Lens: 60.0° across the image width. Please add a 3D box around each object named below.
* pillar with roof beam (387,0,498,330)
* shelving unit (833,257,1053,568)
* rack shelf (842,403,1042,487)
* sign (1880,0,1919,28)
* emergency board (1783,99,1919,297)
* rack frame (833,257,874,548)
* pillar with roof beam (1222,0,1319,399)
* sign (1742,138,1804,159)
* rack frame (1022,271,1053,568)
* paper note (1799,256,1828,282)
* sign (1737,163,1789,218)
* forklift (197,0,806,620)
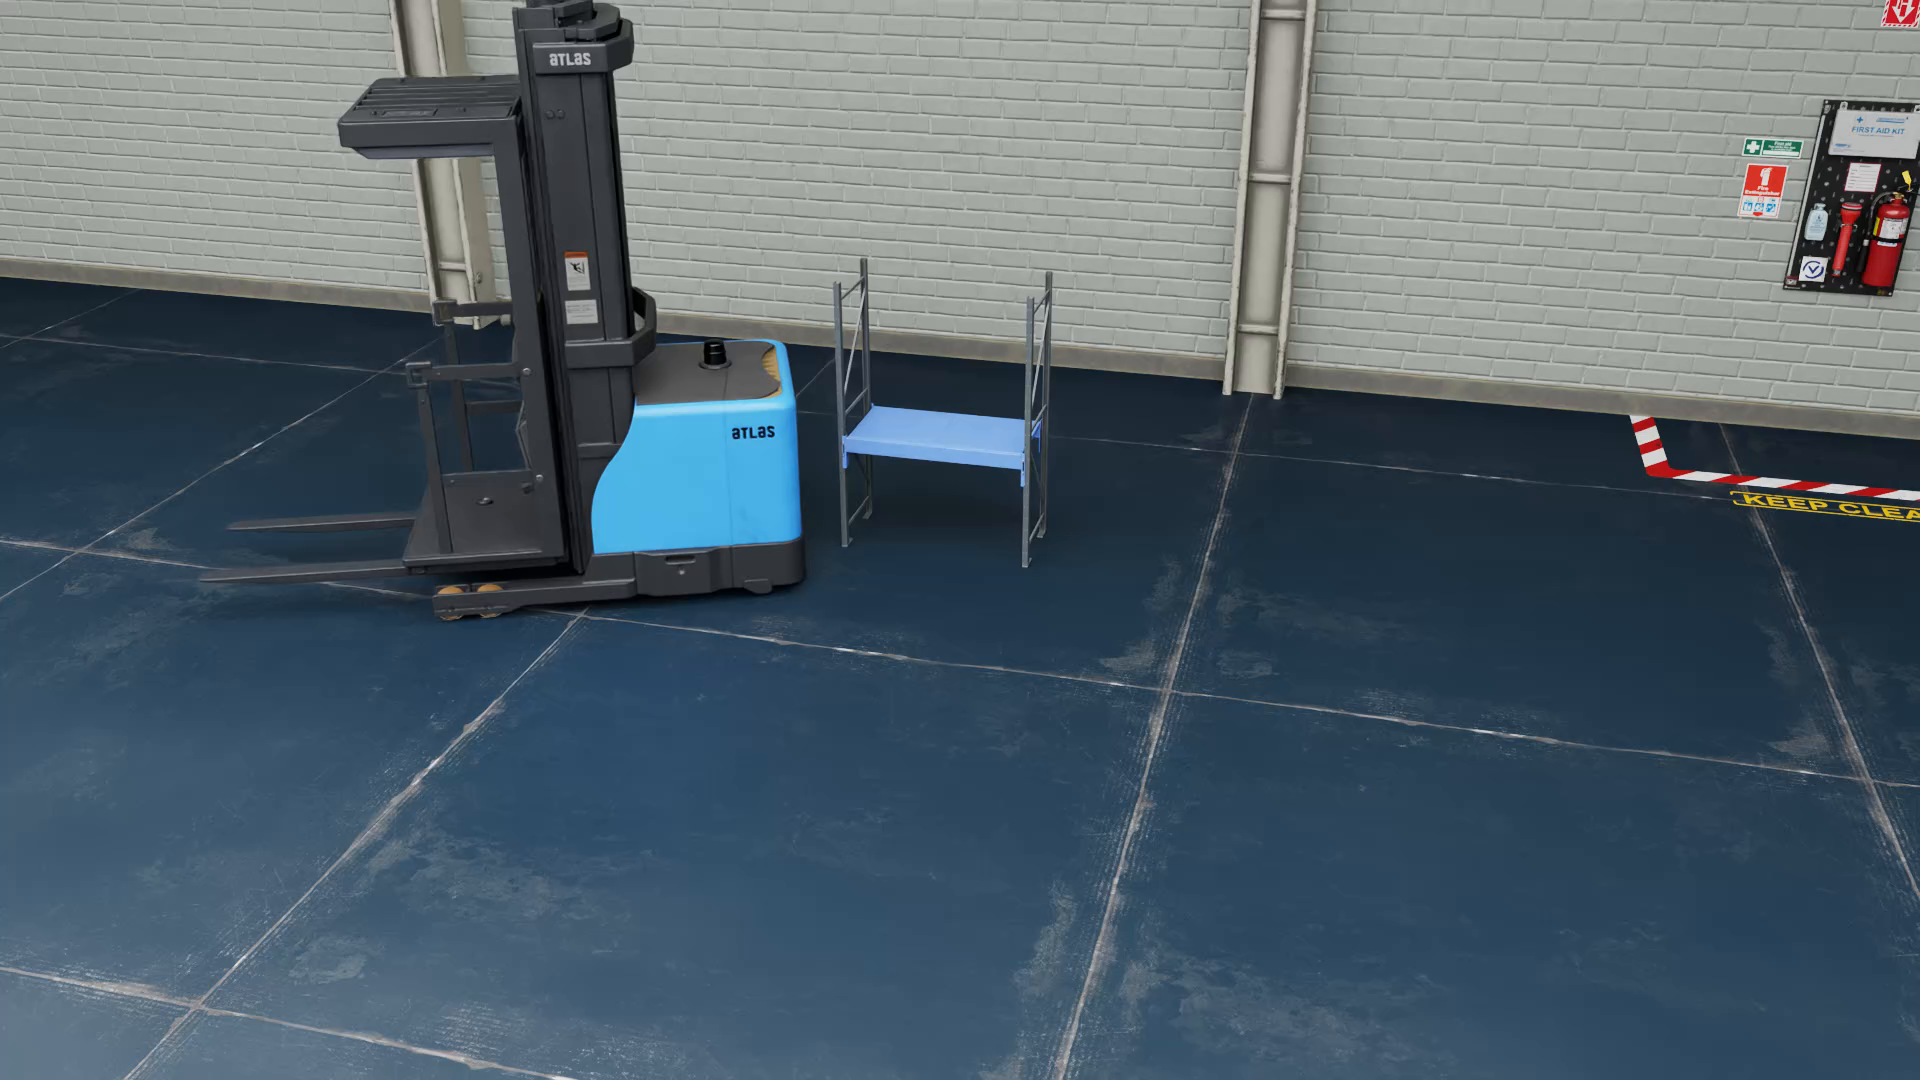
[{"bbox_3d":[-4.863,-3.950,7.078,0.400,9.000,9.100,6,26,13],"label":"pillar with roof beam"},{"bbox_3d":[-0.083,-0.686,8.947,1.048,1.500,0.538,6,26,13],"label":"shelving unit"},{"bbox_3d":[-0.083,-0.524,9.024,1.000,0.185,0.538,6,26,13],"label":"rack shelf"},{"bbox_3d":[5.464,-3.118,9.614,0.199,0.298,0.001,6,26,13],"label":"sign"},{"bbox_3d":[5.447,-2.029,10.023,0.643,1.169,0.194,6,26,13],"label":"emergency board"},{"bbox_3d":[-0.575,-0.741,9.061,0.032,1.500,0.500,6,26,13],"label":"rack frame"},{"bbox_3d":[0.948,-3.308,5.729,0.400,9.000,9.100,6,26,13],"label":"pillar with roof beam"},{"bbox_3d":[4.940,-2.383,10.107,0.331,0.109,0.001,6,26,13],"label":"sign"},{"bbox_3d":[0.410,-0.632,8.832,0.032,1.500,0.500,6,26,13],"label":"rack frame"},{"bbox_3d":[5.293,-1.679,10.312,0.142,0.148,0.016,6,26,13],"label":"paper note"},{"bbox_3d":[4.938,-2.148,10.230,0.234,0.329,0.001,6,26,13],"label":"sign"},{"bbox_3d":[-2.367,-1.161,8.279,3.031,2.935,1.130,-4,26,-8],"label":"forklift"}]
